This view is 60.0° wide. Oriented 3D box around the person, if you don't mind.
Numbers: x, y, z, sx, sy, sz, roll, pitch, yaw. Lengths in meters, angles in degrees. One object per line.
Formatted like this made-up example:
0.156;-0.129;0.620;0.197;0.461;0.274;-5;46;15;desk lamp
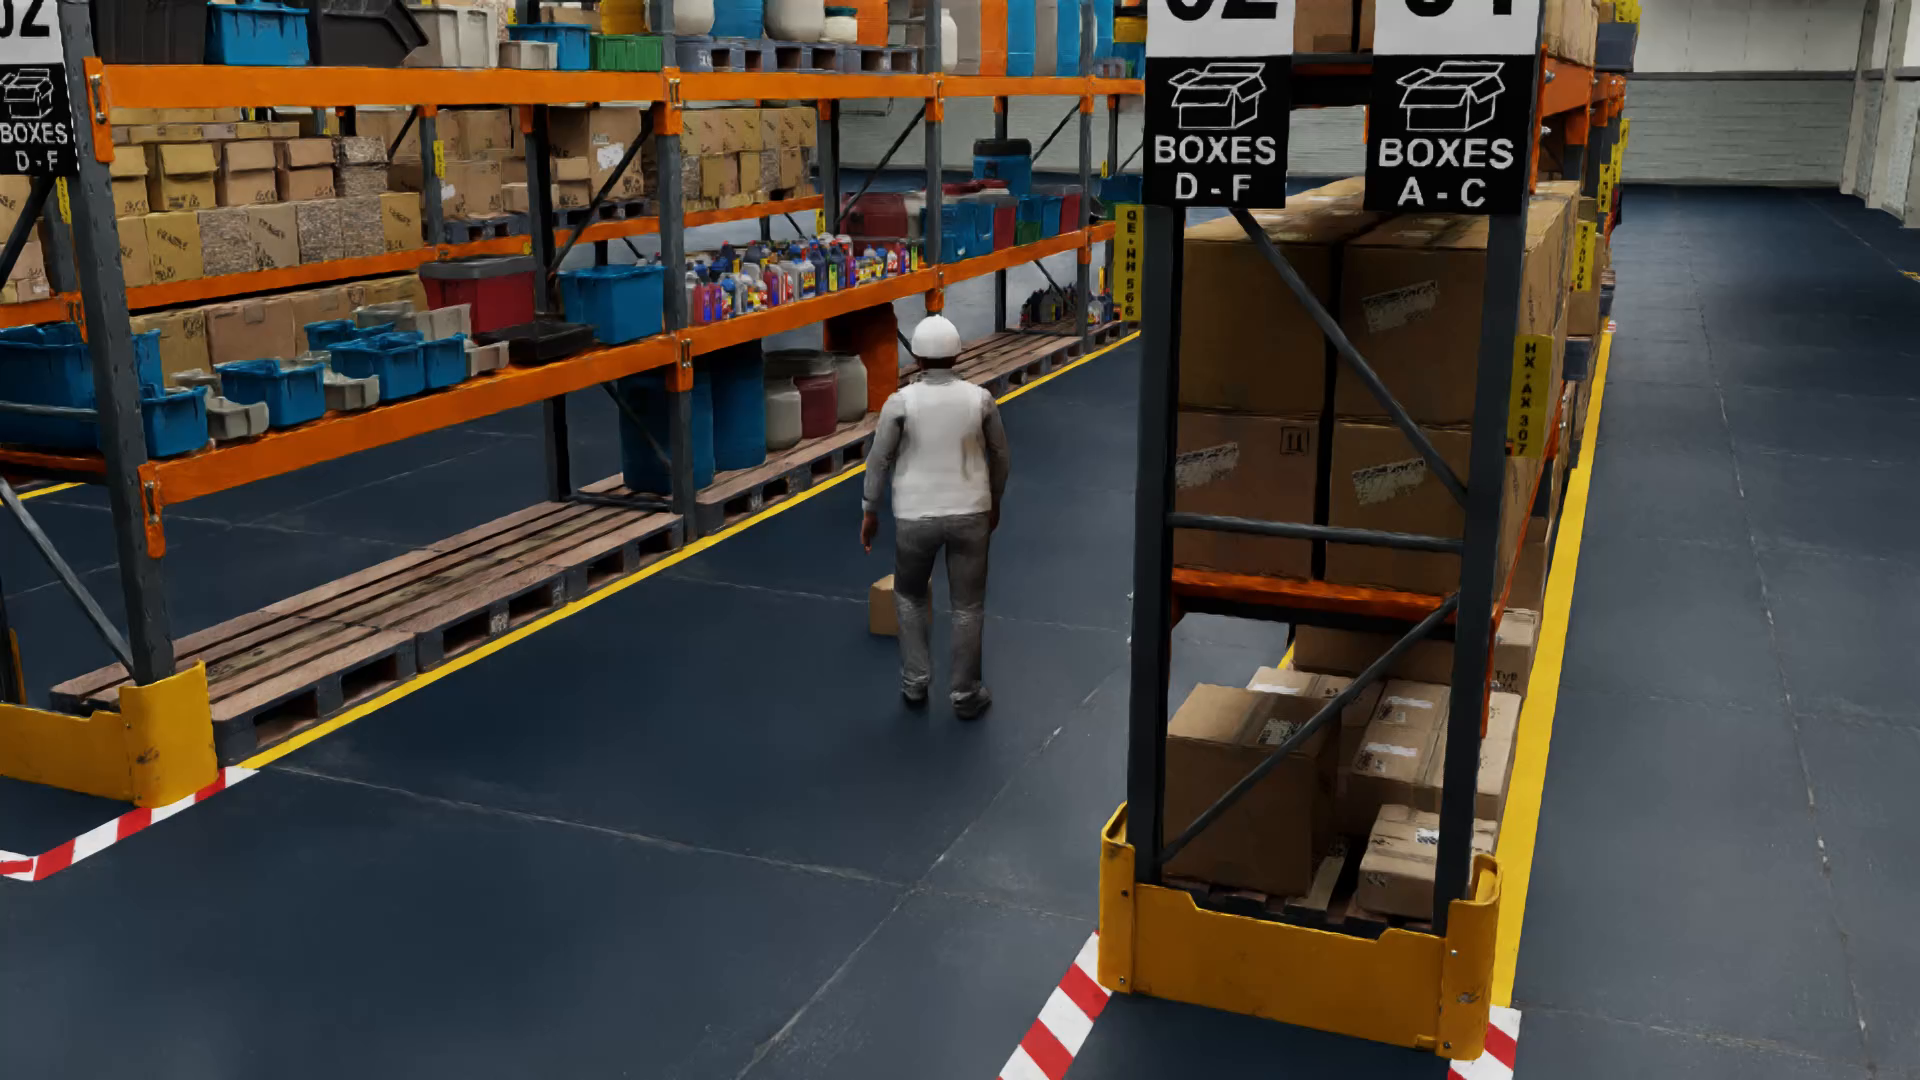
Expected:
-0.107;-0.110;7.375;0.666;1.756;0.494;0;15;-1;person
